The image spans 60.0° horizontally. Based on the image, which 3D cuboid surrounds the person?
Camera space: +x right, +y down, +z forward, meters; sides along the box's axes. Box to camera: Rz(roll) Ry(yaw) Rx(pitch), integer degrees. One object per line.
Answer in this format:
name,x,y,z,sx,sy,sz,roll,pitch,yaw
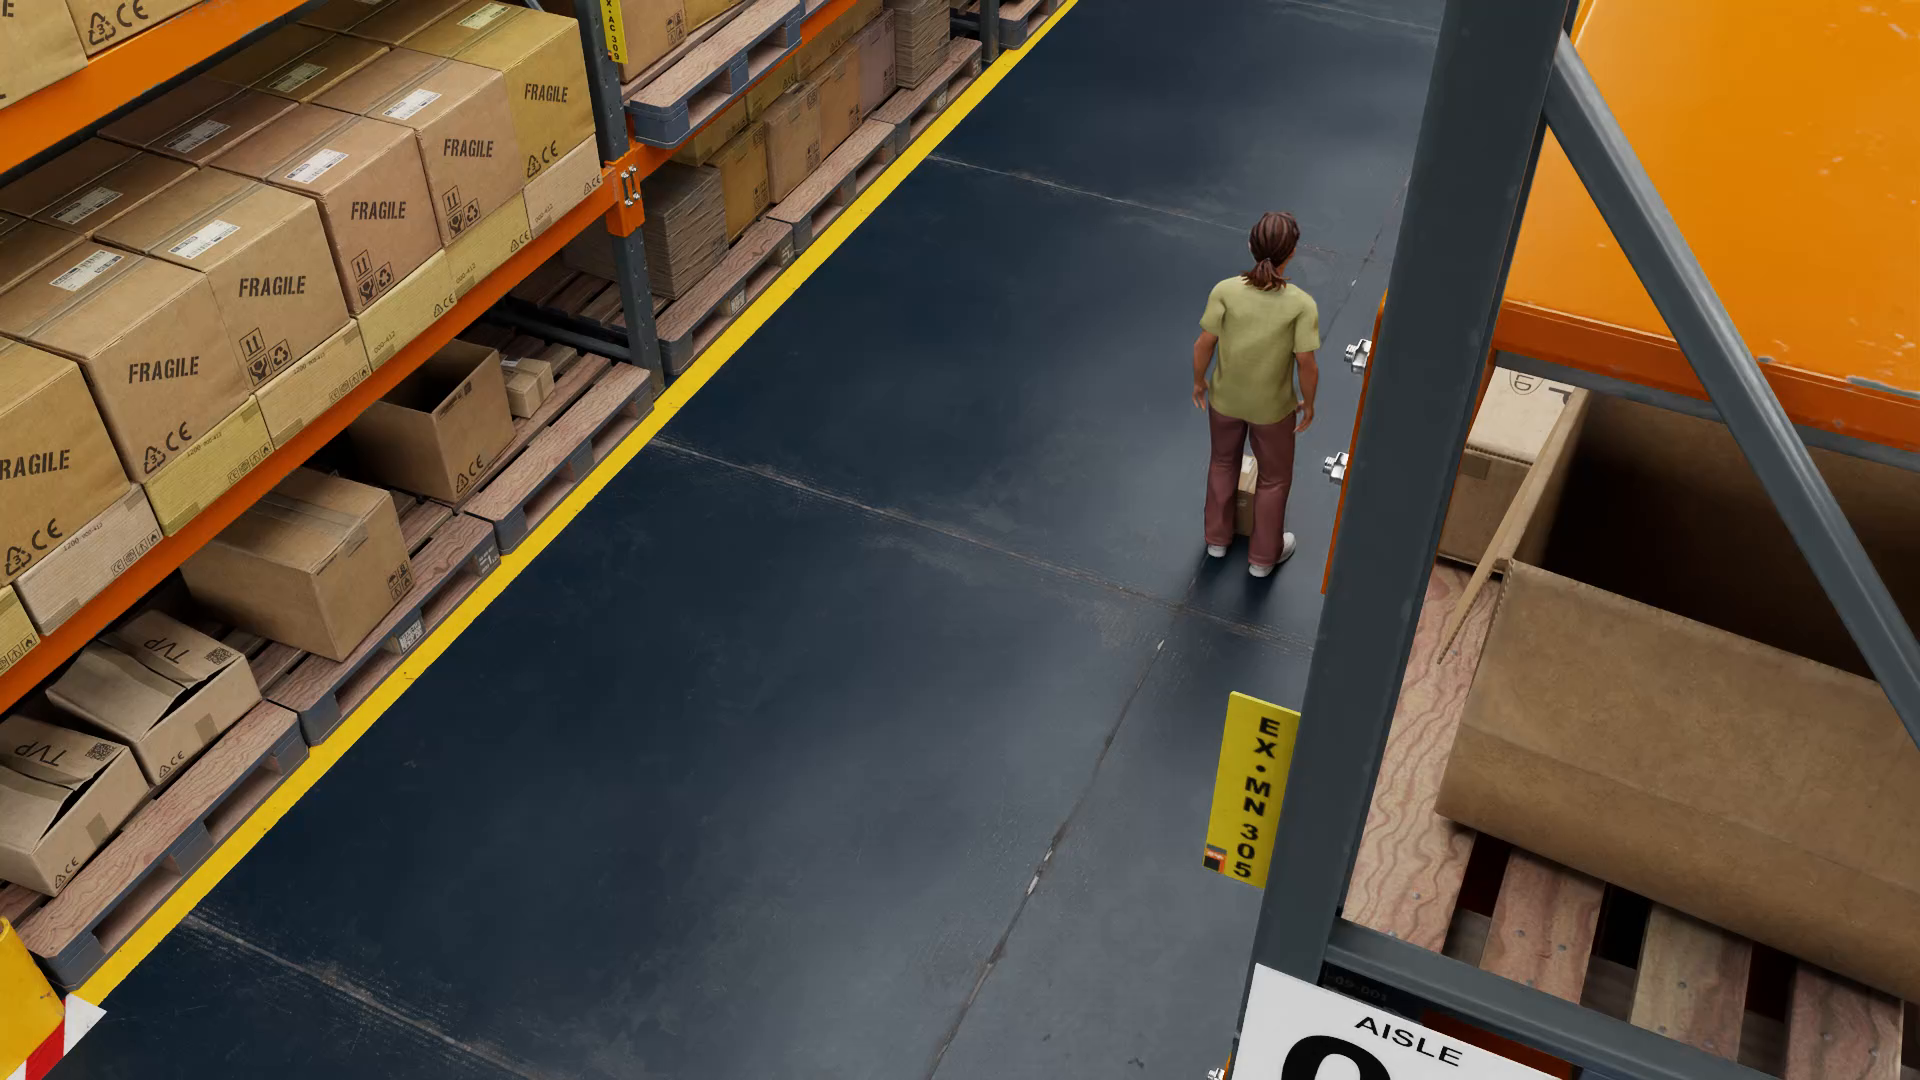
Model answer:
person,1.209,-0.588,6.811,0.516,1.673,0.407,16,44,17
